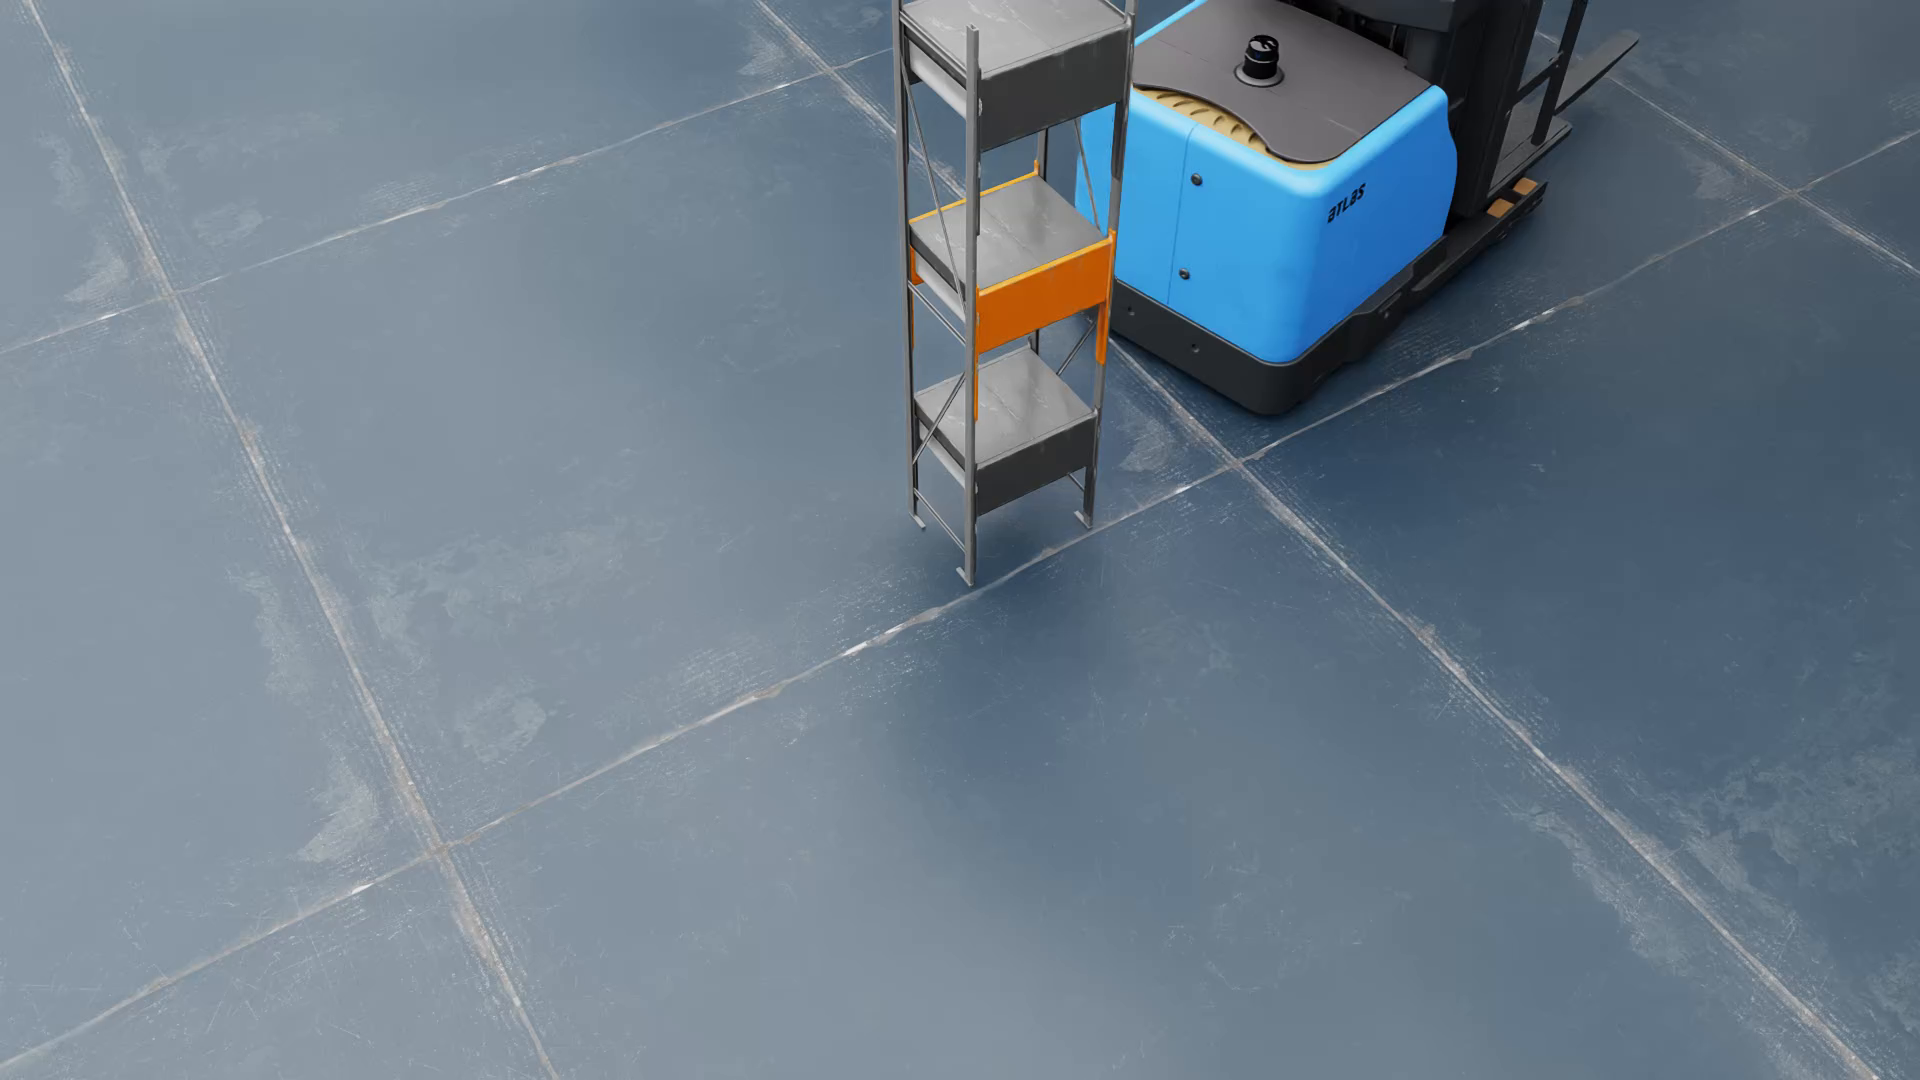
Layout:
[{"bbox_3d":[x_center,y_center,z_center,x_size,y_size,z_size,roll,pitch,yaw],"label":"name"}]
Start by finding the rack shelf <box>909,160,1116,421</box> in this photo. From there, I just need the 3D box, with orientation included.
[{"bbox_3d":[0.140,-0.755,5.035,0.480,0.518,0.431,-25,53,-21],"label":"rack shelf"}]

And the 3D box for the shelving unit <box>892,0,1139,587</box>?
[{"bbox_3d":[0.140,-0.764,5.025,0.503,2.100,0.431,-25,53,-21],"label":"shelving unit"}]

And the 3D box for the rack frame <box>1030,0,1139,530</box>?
[{"bbox_3d":[0.346,-0.861,5.111,0.015,2.100,0.400,-25,53,-21],"label":"rack frame"}]

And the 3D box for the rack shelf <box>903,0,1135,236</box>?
[{"bbox_3d":[0.140,-1.221,4.512,0.480,0.518,0.431,-25,53,-21],"label":"rack shelf"}]

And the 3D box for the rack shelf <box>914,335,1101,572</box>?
[{"bbox_3d":[0.140,-0.290,5.558,0.480,0.518,0.431,-25,53,-21],"label":"rack shelf"}]

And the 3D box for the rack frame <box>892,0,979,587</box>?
[{"bbox_3d":[-0.066,-0.667,4.938,0.015,2.100,0.400,-25,53,-21],"label":"rack frame"}]

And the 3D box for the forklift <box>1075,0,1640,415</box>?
[{"bbox_3d":[1.784,-2.444,5.964,1.130,2.935,3.031,35,57,27],"label":"forklift"}]
